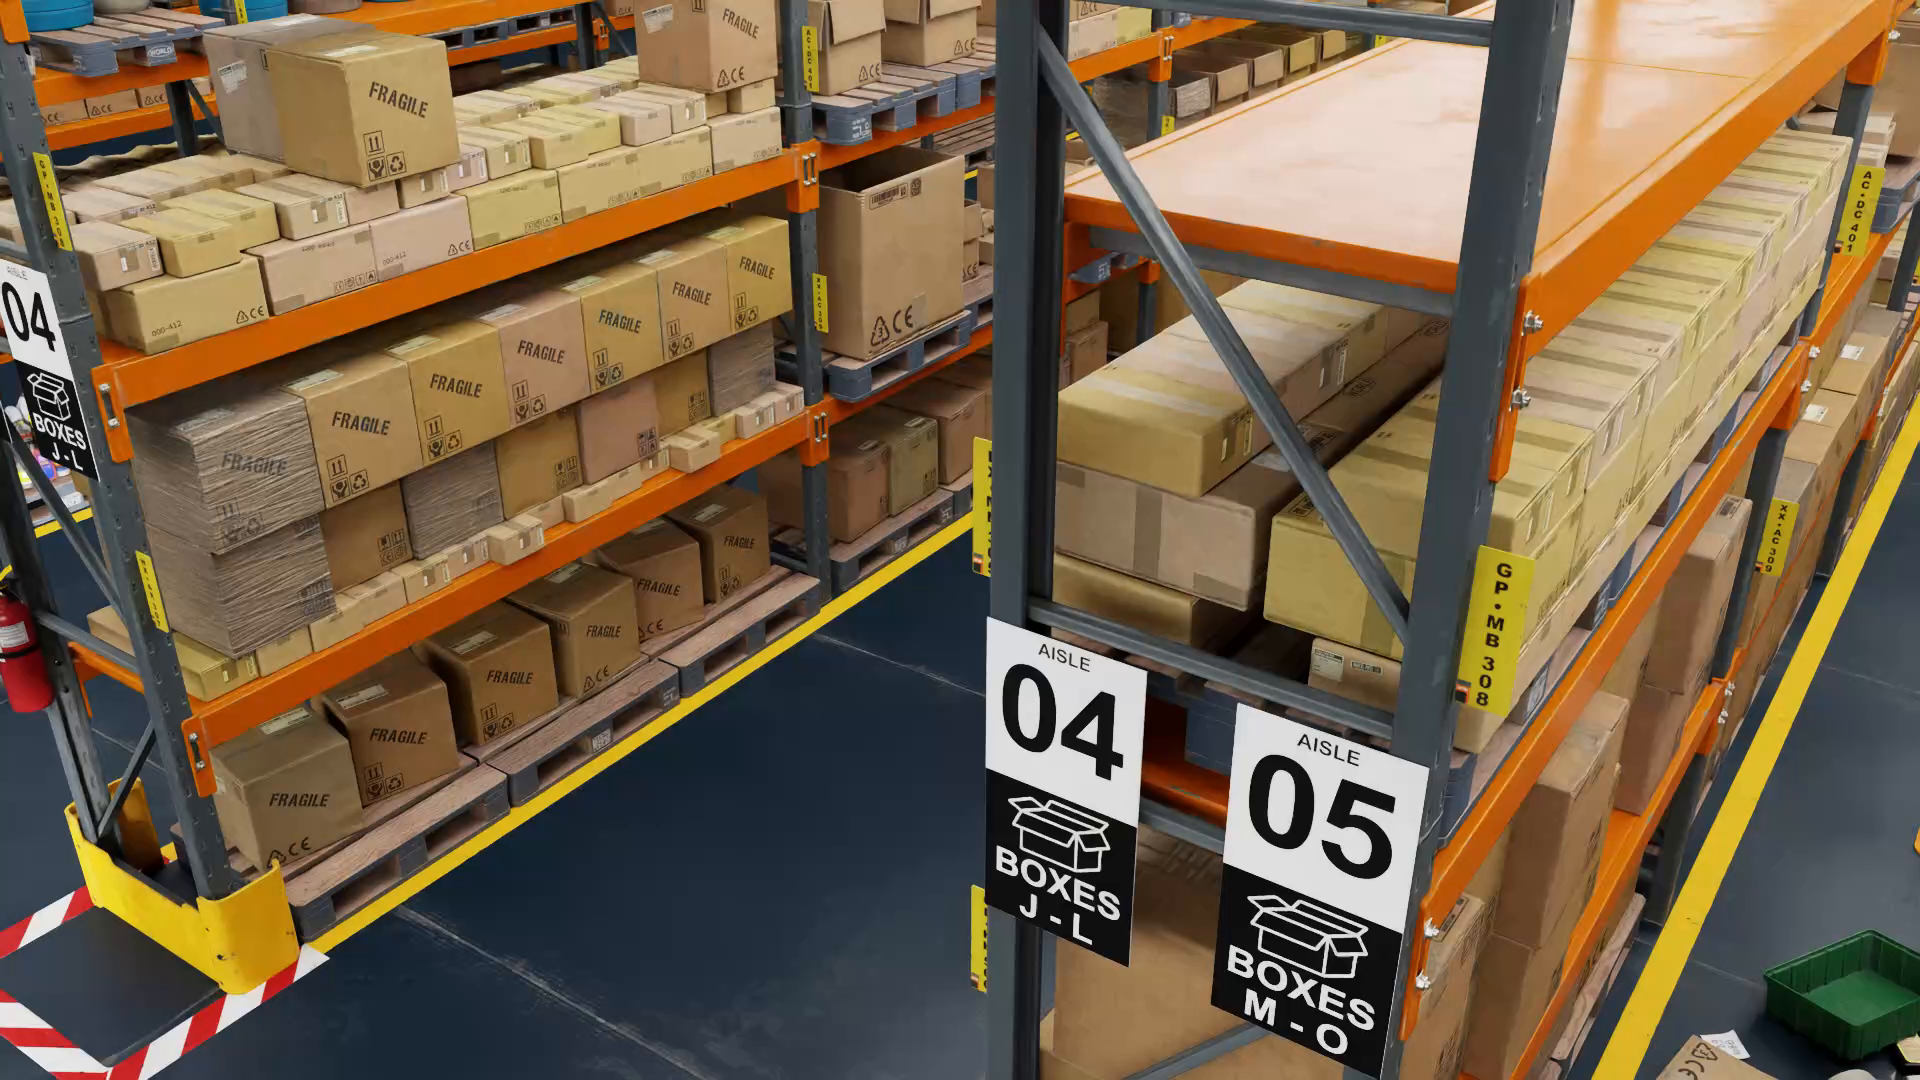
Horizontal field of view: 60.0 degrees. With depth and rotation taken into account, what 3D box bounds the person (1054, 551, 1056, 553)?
[{"bbox_3d":[0.484,0.117,8.943,0.346,1.581,0.484,15,31,27],"label":"person"}]
